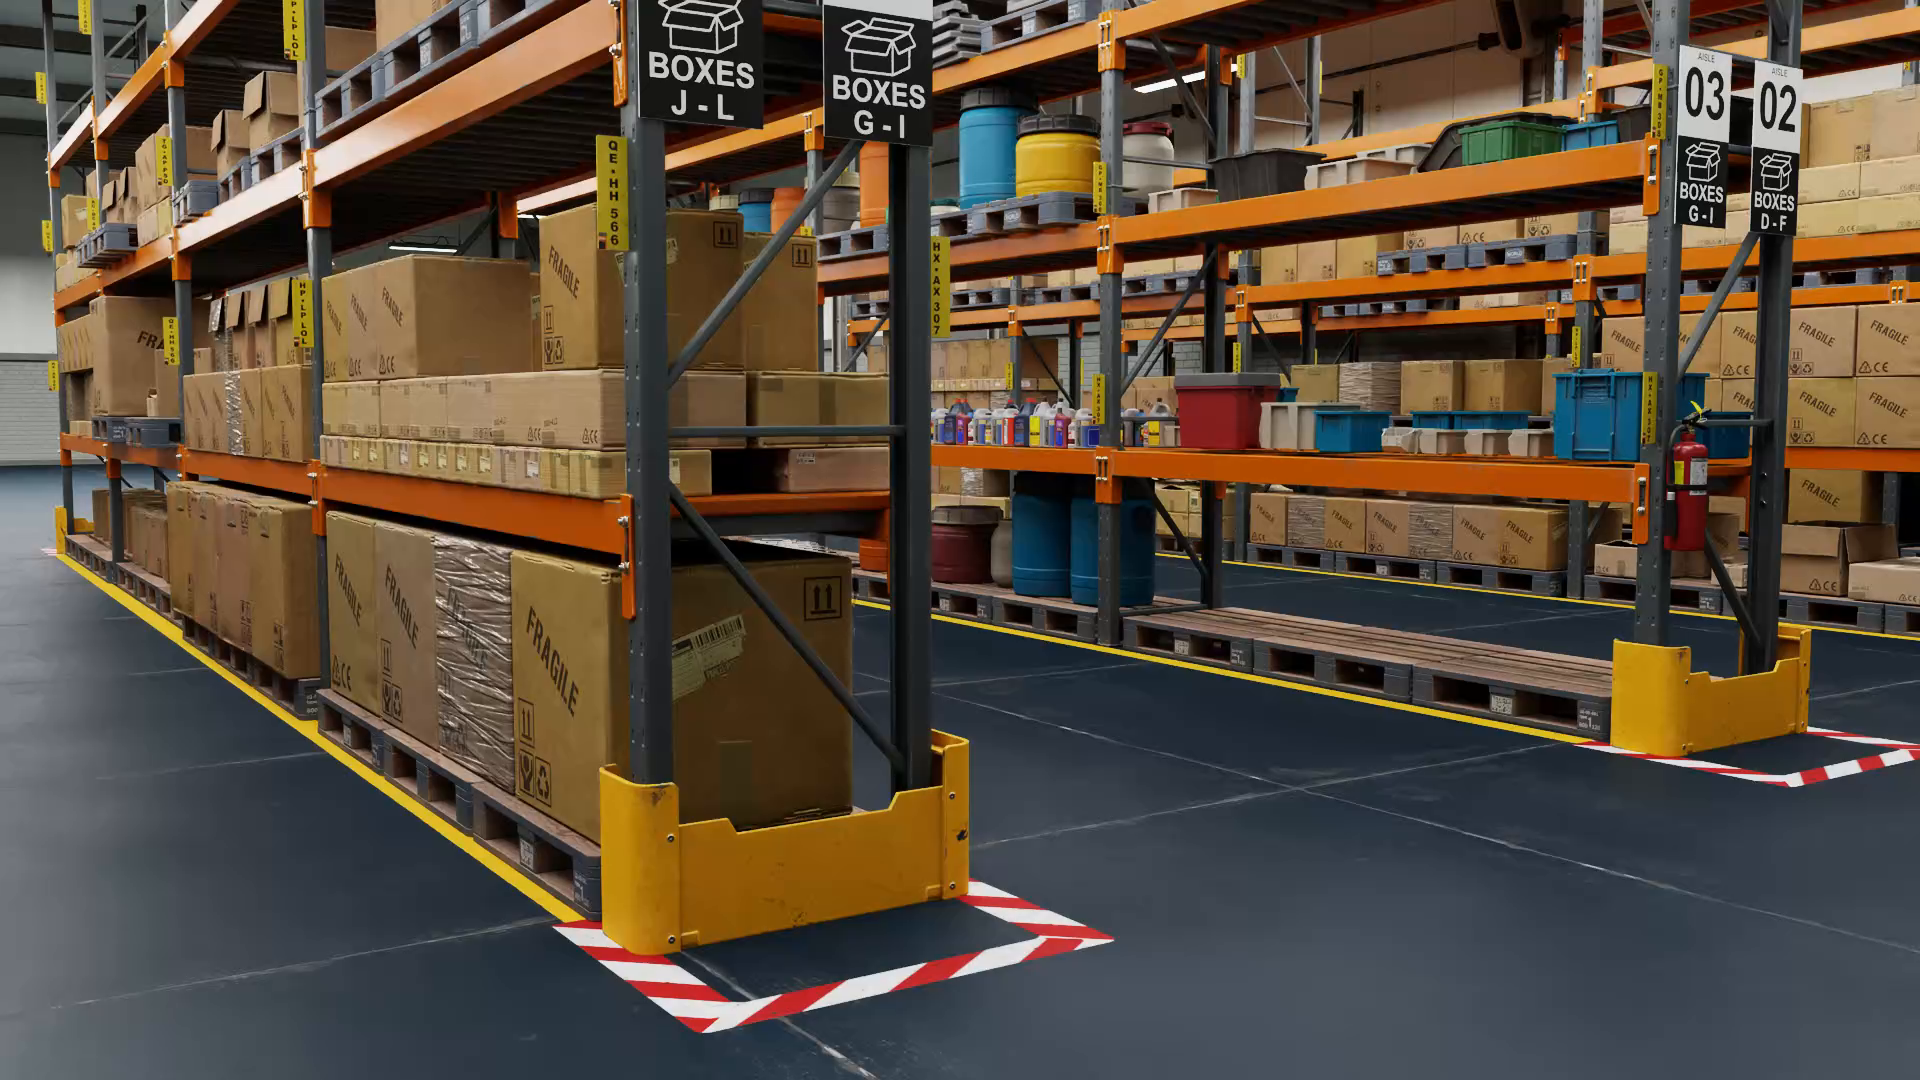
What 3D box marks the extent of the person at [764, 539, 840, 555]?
[{"bbox_3d":[-1.039,0.444,9.156,0.953,0.868,0.585,-3,6,-36],"label":"person"}]
